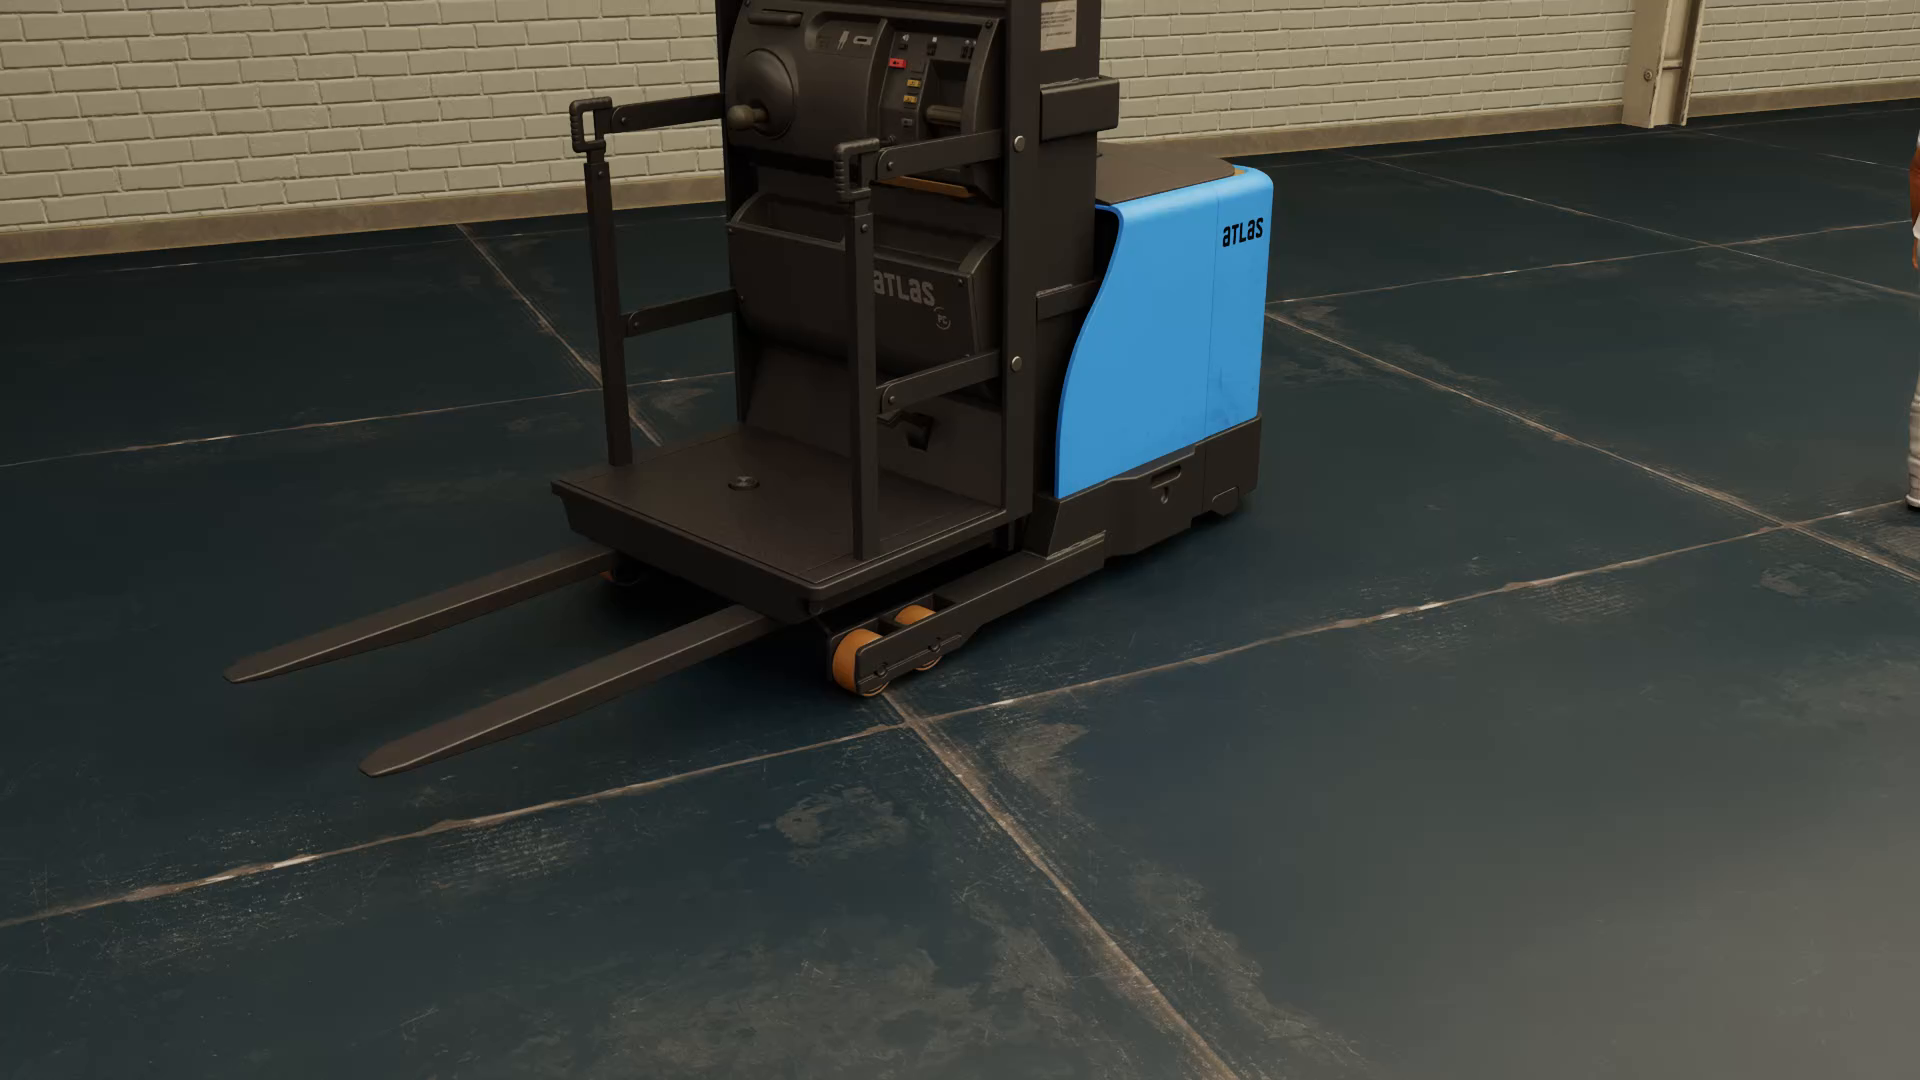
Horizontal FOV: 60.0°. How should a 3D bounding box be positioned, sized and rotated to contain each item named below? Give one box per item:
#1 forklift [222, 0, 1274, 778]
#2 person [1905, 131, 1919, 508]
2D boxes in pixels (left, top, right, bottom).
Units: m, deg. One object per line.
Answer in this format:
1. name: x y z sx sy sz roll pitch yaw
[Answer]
1. forklift: -0.413 -1.182 4.131 1.130 2.935 3.031 19 29 39
2. person: 3.191 -0.875 5.023 0.529 1.670 0.598 -12 26 -28
